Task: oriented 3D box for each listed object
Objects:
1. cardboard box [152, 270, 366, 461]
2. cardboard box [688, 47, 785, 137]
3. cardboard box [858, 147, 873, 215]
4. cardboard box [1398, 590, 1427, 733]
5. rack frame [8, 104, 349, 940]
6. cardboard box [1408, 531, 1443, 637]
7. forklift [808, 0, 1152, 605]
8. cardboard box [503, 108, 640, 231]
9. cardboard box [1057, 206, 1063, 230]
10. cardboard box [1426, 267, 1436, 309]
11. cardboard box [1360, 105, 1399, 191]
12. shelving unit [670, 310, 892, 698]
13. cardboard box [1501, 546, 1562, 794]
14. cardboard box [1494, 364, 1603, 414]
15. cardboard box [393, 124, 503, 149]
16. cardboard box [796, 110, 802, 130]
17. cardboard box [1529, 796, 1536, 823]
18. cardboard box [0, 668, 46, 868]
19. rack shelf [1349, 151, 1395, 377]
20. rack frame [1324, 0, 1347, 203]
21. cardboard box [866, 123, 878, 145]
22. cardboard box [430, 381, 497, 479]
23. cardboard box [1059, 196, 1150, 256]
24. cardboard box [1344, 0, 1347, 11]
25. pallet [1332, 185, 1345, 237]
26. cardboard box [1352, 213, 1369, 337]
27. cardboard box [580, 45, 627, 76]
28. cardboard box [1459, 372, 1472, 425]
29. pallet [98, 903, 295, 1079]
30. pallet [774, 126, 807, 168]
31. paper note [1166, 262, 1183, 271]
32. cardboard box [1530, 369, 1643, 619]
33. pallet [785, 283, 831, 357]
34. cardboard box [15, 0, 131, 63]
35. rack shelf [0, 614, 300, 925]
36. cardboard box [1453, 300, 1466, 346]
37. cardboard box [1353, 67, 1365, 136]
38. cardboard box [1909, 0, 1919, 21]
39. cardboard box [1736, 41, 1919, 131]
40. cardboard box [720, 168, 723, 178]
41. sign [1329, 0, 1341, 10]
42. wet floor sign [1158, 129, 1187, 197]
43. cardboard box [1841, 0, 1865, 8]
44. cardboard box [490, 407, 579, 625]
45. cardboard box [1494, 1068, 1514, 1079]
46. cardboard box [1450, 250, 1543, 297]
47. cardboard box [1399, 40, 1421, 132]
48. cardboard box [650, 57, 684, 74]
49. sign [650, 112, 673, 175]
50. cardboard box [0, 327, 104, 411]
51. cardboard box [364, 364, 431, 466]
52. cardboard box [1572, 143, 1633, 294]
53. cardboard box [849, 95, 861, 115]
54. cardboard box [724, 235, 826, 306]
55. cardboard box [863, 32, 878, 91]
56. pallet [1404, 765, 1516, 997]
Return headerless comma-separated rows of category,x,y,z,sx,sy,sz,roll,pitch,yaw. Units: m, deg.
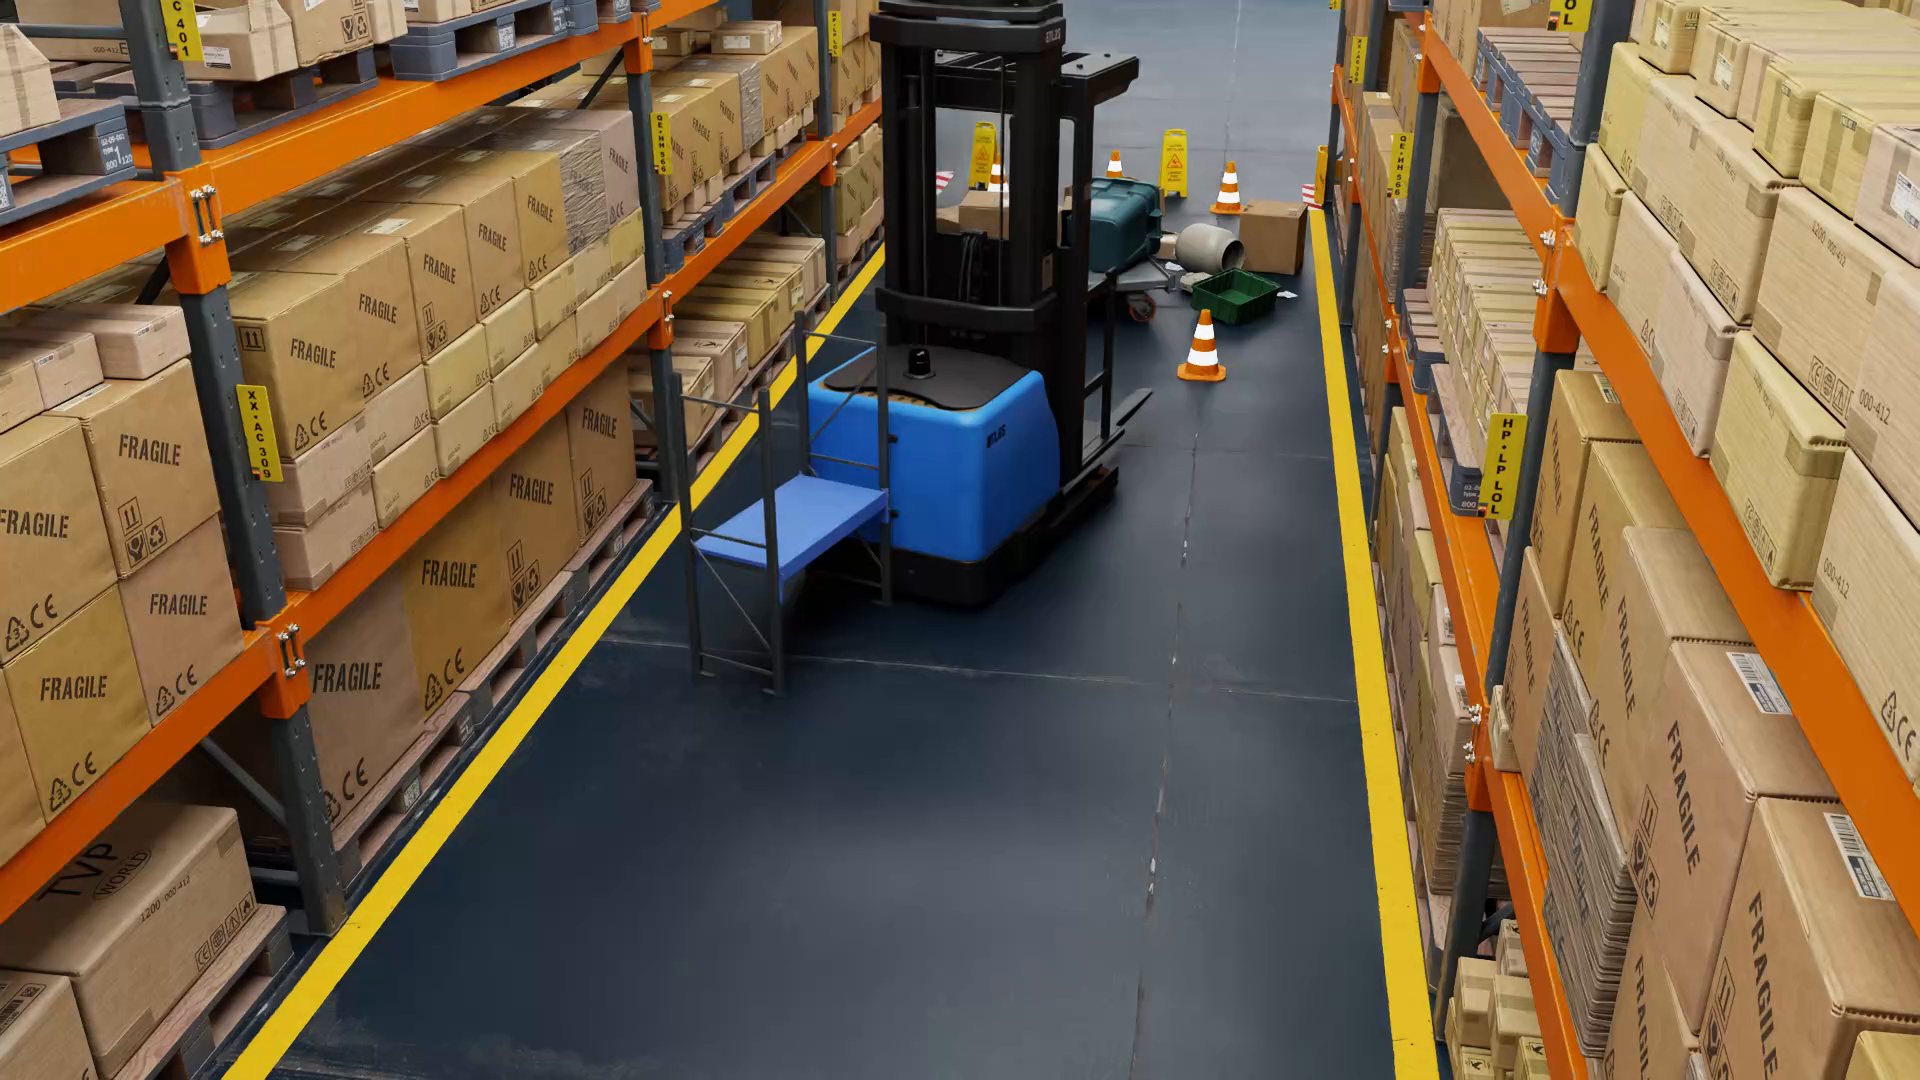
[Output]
cardboard box,-2.434,-0.612,5.721,0.500,0.500,0.500,4,25,9
cardboard box,-1.501,-3.034,11.229,0.500,0.500,0.500,5,26,10
cardboard box,-1.043,-3.033,14.054,0.500,0.500,0.500,5,26,11
cardboard box,2.155,0.537,7.017,0.500,0.500,0.500,3,25,7
rack frame,-2.789,0.050,5.604,1.000,3.000,0.127,4,25,9
cardboard box,2.153,0.188,6.878,0.500,0.250,0.500,3,25,6
forklift,0.284,-1.592,9.194,1.130,2.935,3.031,12,28,23
cardboard box,-1.962,-1.886,8.444,0.500,0.500,0.500,3,25,7
cardboard box,0.951,-2.989,15.461,0.380,0.149,0.250,19,31,35
cardboard box,2.492,-1.225,8.130,0.380,0.149,0.250,4,25,8
cardboard box,2.985,-2.627,11.207,0.500,0.500,0.500,4,25,9
shelving unit,-0.809,-0.195,7.898,0.538,1.500,1.048,12,28,24
cardboard box,1.781,0.361,4.472,0.500,0.500,0.500,4,25,8
cardboard box,2.114,-0.506,5.893,0.380,0.149,0.250,4,25,8
cardboard box,-2.529,-1.723,8.096,0.500,0.500,0.500,4,25,9
cardboard box,-1.354,-3.028,11.983,0.380,0.149,0.250,3,25,7
cardboard box,1.773,0.674,4.568,0.380,0.149,0.250,5,26,10
cardboard box,-2.759,0.644,4.218,0.500,0.500,0.500,4,25,8
rack shelf,3.091,-1.832,10.475,1.077,0.370,4.000,4,25,9
rack frame,4.072,-4.668,15.684,1.000,3.000,0.127,4,25,9
cardboard box,-0.916,-3.478,14.240,0.380,0.149,0.250,5,26,12
cardboard box,-2.274,-0.477,6.908,0.500,0.250,0.500,4,25,8
cardboard box,1.238,-2.597,14.046,0.797,0.637,0.503,4,25,9
cardboard box,3.973,-5.072,15.097,0.875,0.550,0.550,4,25,9
pallet,4.018,-3.065,15.549,1.003,0.211,1.213,4,25,9
cardboard box,3.405,-1.900,11.930,1.050,0.750,0.750,4,25,8
cardboard box,-2.146,-2.990,10.371,0.380,0.149,0.250,3,25,6
cardboard box,2.234,-0.562,6.713,0.380,0.149,0.250,3,25,7
pallet,-2.991,1.626,5.527,1.003,0.211,1.213,4,25,9
pallet,-1.750,-2.899,12.131,1.003,0.211,1.213,4,25,9
paper note,1.835,-2.341,14.225,0.172,0.023,0.155,13,28,26
cardboard box,1.797,-0.110,4.298,0.500,0.500,0.500,5,25,10
pallet,-1.608,-1.707,12.647,1.003,0.211,1.213,4,25,9
cardboard box,-2.852,-1.841,5.716,0.500,0.311,0.500,4,25,9
rack shelf,-3.116,1.213,3.969,1.077,0.370,4.000,4,25,9
cardboard box,2.322,-0.910,7.105,0.380,0.149,0.250,4,25,9
cardboard box,3.534,-3.449,12.904,0.875,0.550,0.550,4,25,9
cardboard box,2.296,-1.085,3.609,0.380,0.149,0.250,5,25,10
cardboard box,1.652,-0.806,3.012,0.380,0.149,0.250,3,25,7
cardboard box,-1.702,-2.269,10.360,0.380,0.149,0.250,6,26,12
sign,3.525,-5.137,15.571,0.100,0.325,0.005,4,25,9
wet floor sign,2.123,-3.751,16.502,0.267,0.644,0.232,0,25,-1
cardboard box,2.281,-1.394,4.538,0.700,0.500,0.500,4,25,9
cardboard box,-2.480,-0.194,8.138,0.875,0.875,0.875,4,25,9
cardboard box,1.783,1.559,4.898,0.380,0.149,0.250,4,25,9
cardboard box,2.368,-1.162,7.294,0.380,0.149,0.250,3,25,6
cardboard box,3.178,-2.858,10.521,0.700,0.500,0.500,4,25,9
cardboard box,-2.090,-2.858,10.854,0.500,0.500,0.500,3,25,6
sign,-1.587,-2.110,8.853,0.100,0.325,0.005,4,25,9
cardboard box,-2.676,-0.488,4.691,0.380,0.149,0.250,5,25,10
cardboard box,-2.382,-0.493,6.351,0.500,0.250,0.500,4,25,9
cardboard box,1.775,-0.764,3.983,0.500,0.250,0.500,5,26,11
cardboard box,-1.036,-3.615,13.730,0.380,0.149,0.250,5,26,10
cardboard box,-1.565,-2.076,12.751,0.950,0.372,0.625,4,25,9
cardboard box,-0.981,-4.061,13.918,0.500,0.500,0.500,4,25,8
pallet,2.237,1.288,6.248,1.003,0.211,1.213,4,25,9
